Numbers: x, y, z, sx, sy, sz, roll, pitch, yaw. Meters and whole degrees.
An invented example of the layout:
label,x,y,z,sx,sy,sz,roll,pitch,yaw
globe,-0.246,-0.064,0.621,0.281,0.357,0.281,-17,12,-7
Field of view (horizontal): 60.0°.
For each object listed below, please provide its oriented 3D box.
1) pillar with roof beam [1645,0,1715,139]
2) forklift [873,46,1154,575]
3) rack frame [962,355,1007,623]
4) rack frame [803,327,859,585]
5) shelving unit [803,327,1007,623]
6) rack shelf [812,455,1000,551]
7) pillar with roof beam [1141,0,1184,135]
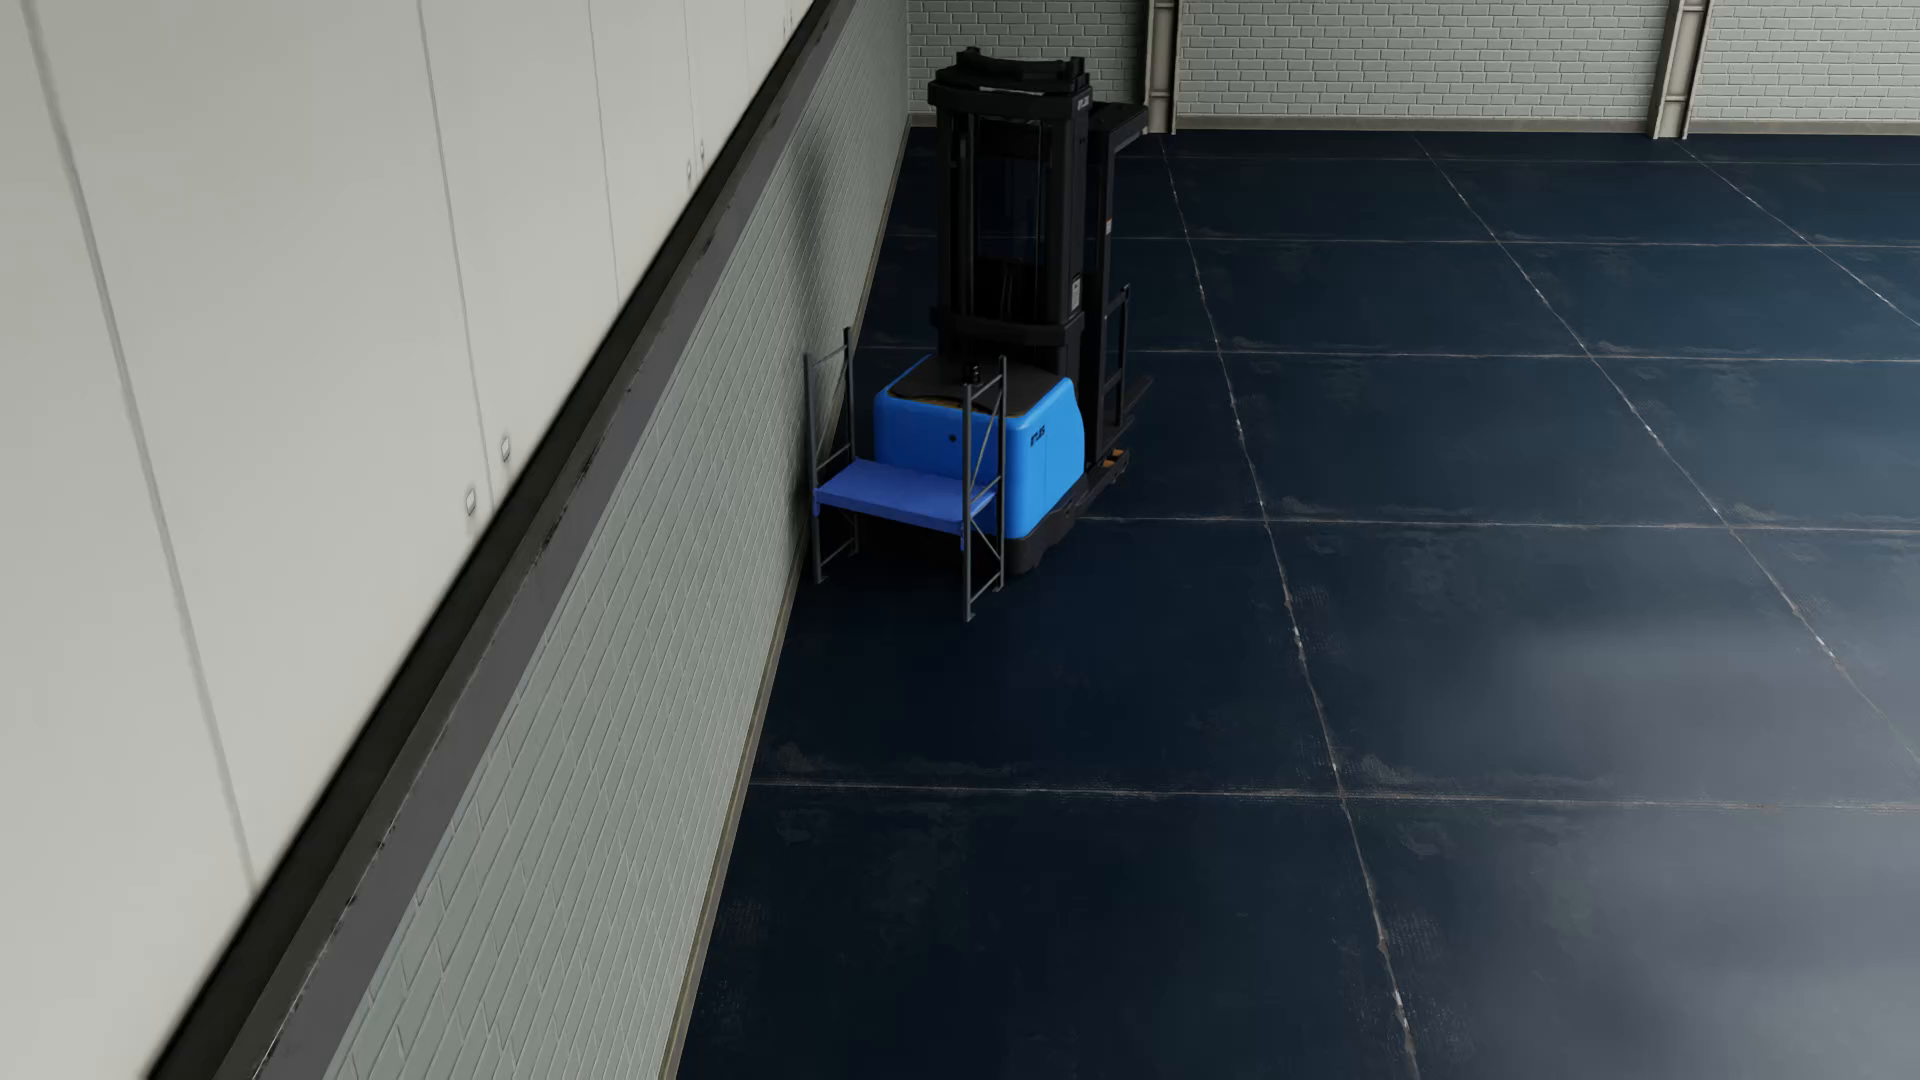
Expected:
label,x,y,z,sx,sy,sz,roll,pitch,yaw
pillar with roof beam,8.215,-6.758,13.815,0.400,9.000,9.100,1,28,2
forklift,0.529,-1.750,10.848,1.130,2.935,3.031,12,30,21
rack frame,0.141,-0.282,9.606,0.032,1.500,0.500,13,31,23
rack frame,-0.769,-0.495,10.008,0.032,1.500,0.500,13,31,23
shelving unit,-0.314,-0.388,9.807,1.048,1.500,0.538,13,31,23
rack shelf,-0.314,-0.229,9.891,1.000,0.185,0.538,13,31,23
pillar with roof beam,2.218,-6.857,14.002,0.400,9.000,9.100,1,28,2
